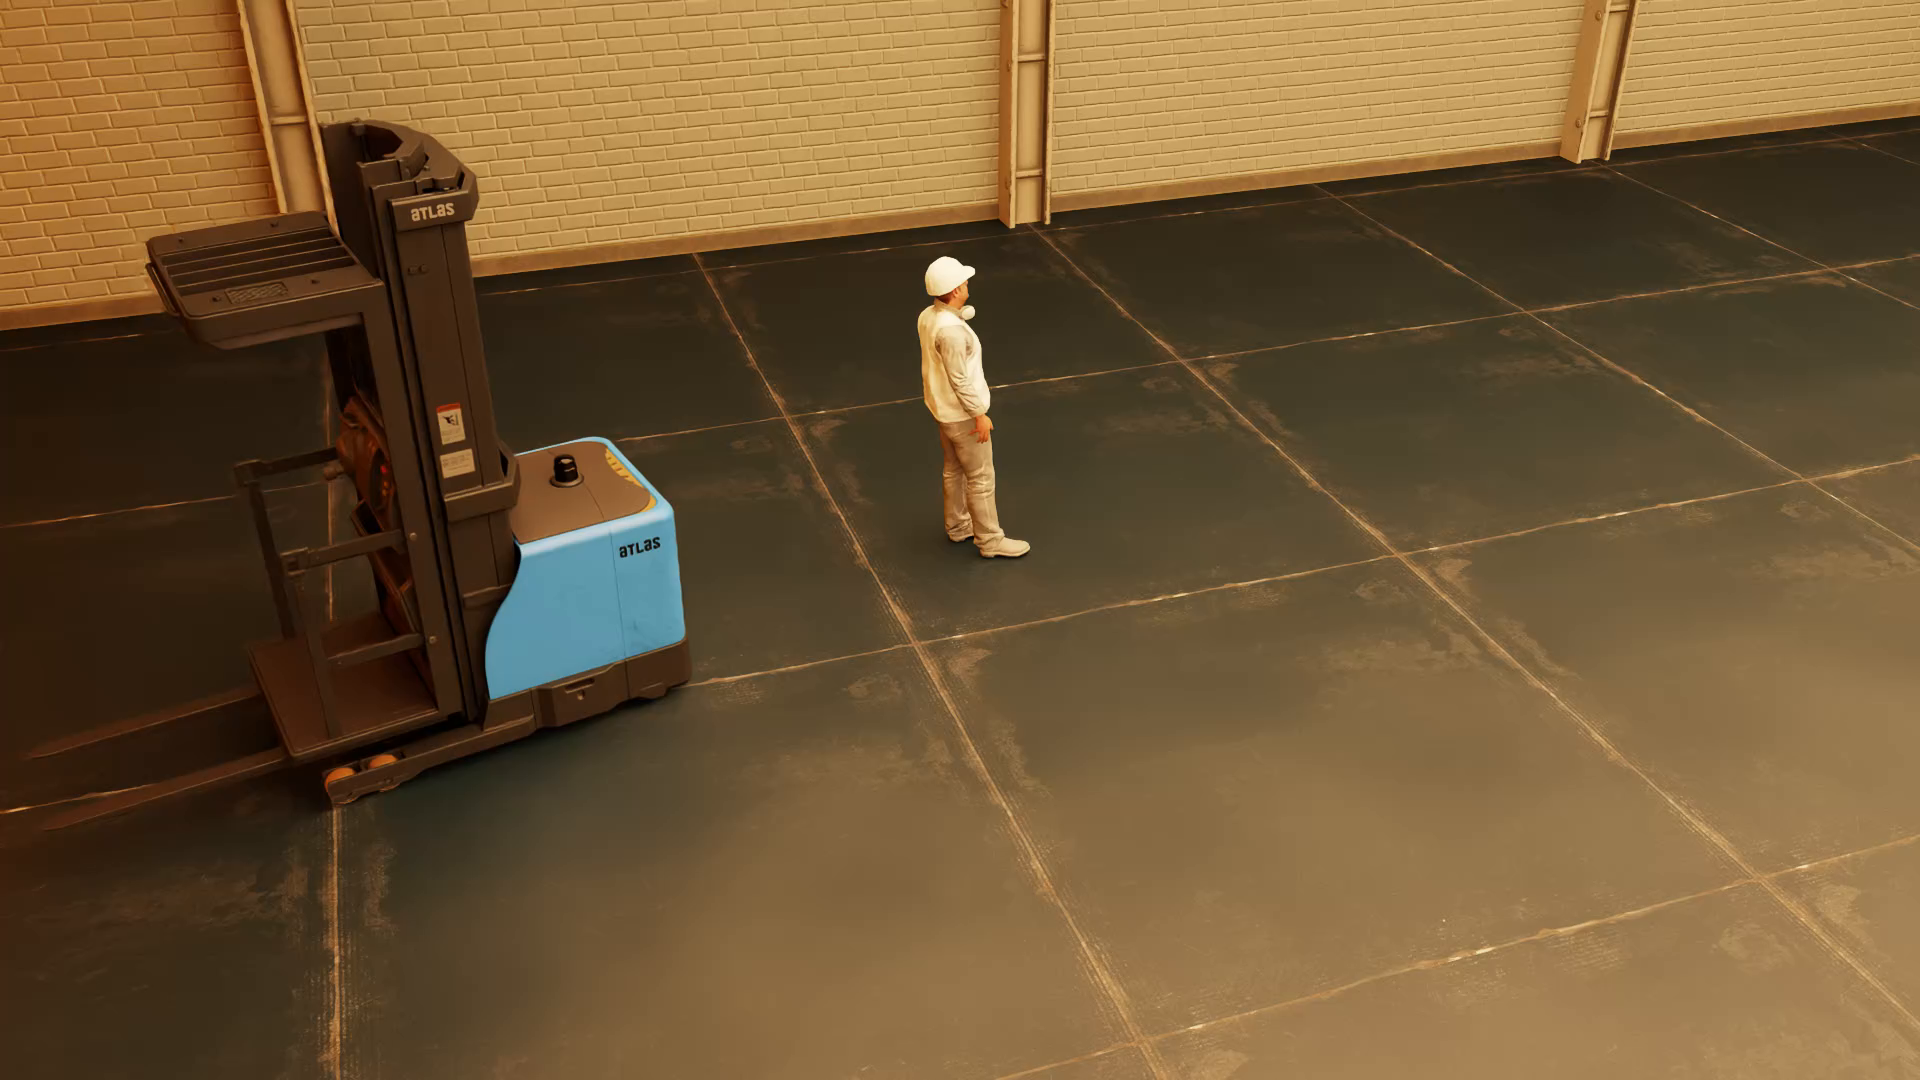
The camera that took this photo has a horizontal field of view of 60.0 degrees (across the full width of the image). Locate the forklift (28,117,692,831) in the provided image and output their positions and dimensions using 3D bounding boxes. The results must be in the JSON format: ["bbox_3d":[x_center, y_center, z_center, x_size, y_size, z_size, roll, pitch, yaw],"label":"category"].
[{"bbox_3d":[-2.926,-0.326,7.653,3.031,2.935,1.130,-17,34,-27],"label":"forklift"}]

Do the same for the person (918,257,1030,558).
[{"bbox_3d":[0.062,-0.782,9.591,0.566,1.775,0.634,-10,31,-16],"label":"person"}]
